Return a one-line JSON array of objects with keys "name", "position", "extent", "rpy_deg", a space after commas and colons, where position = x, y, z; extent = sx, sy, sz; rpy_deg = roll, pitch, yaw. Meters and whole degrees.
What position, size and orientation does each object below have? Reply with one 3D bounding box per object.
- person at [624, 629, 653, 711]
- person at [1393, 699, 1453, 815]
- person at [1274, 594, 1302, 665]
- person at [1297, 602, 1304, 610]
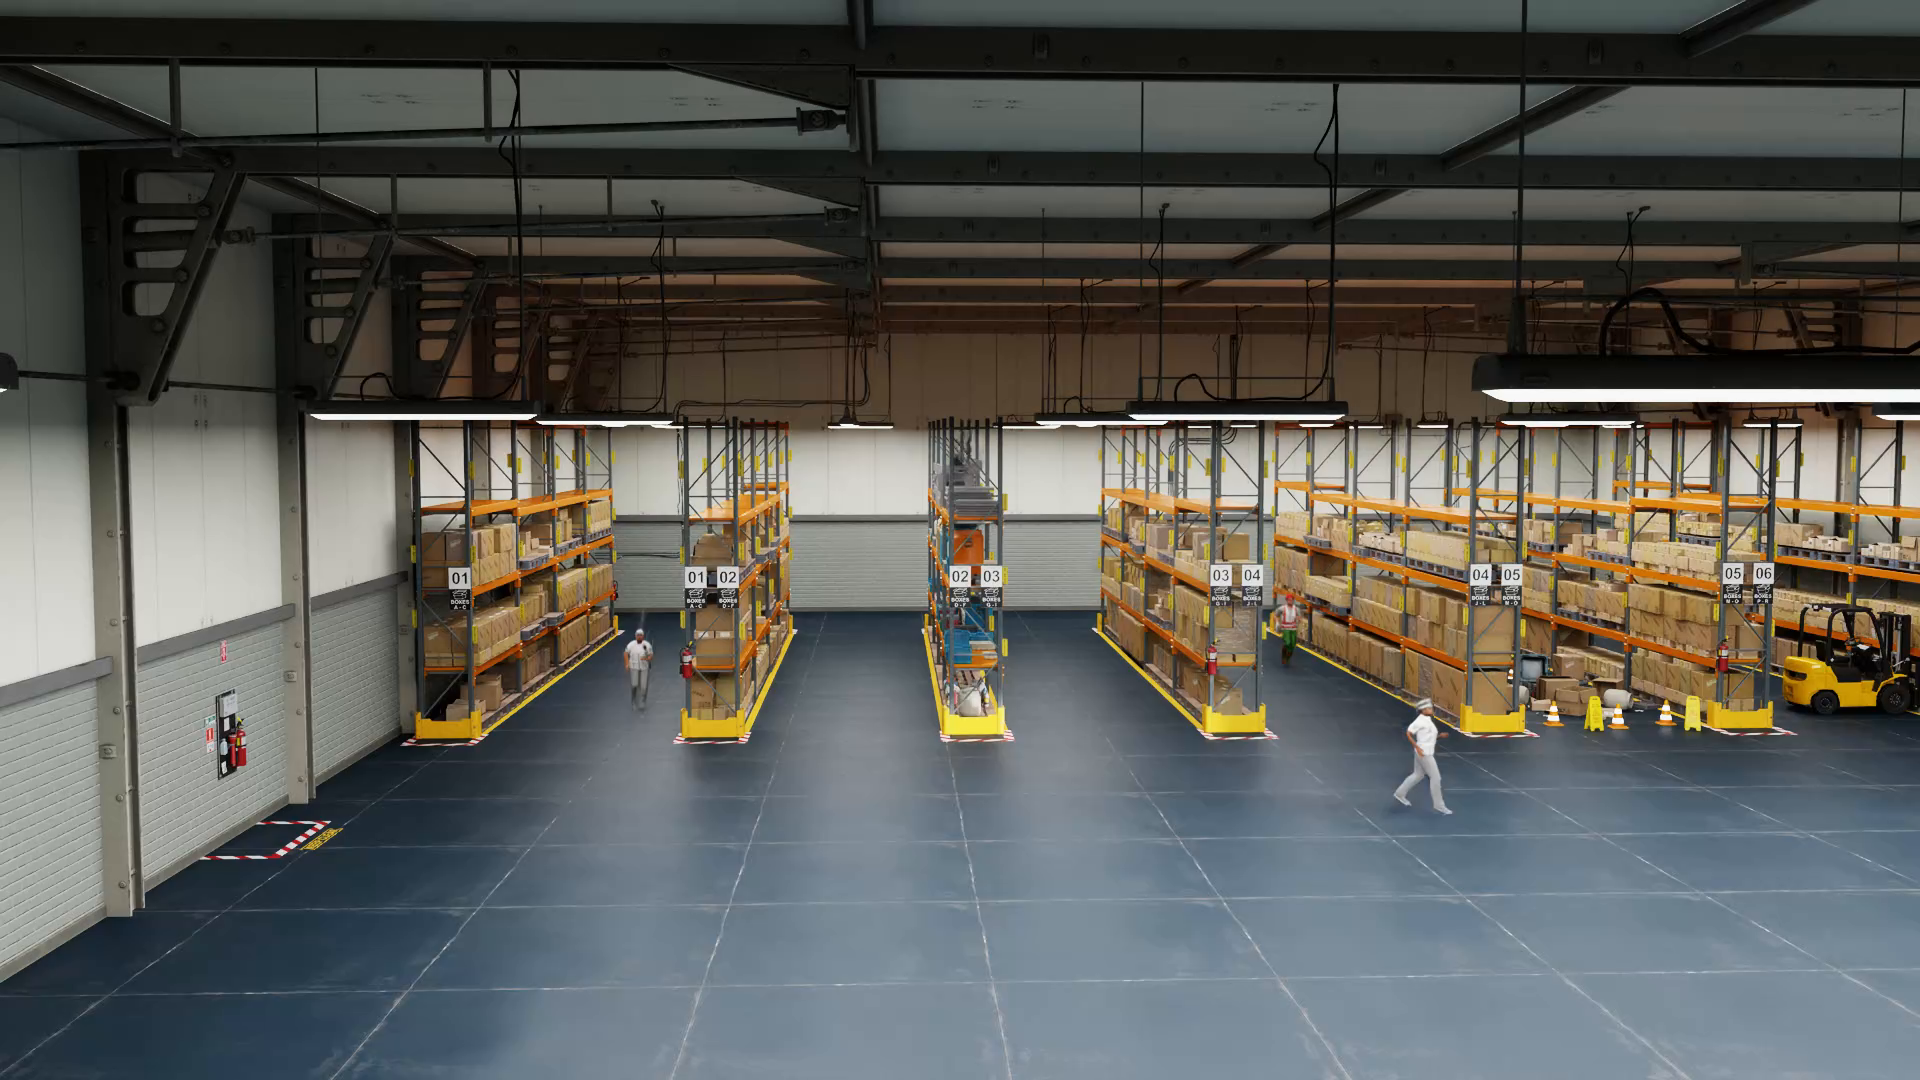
[{"name": "person", "position": [-6.581, 2.674, 34.114], "extent": [0.577, 1.679, 0.682], "rpy_deg": [-1, 4, -13]}, {"name": "person", "position": [6.971, 3.229, 24.974], "extent": [0.867, 1.721, 0.562], "rpy_deg": [1, 4, 20]}, {"name": "person", "position": [8.012, 2.188, 40.425], "extent": [0.639, 1.741, 0.645], "rpy_deg": [0, 4, -7]}, {"name": "person", "position": [10.160, 1.751, 49.120], "extent": [0.580, 1.551, 0.705], "rpy_deg": [2, 4, 28]}]
